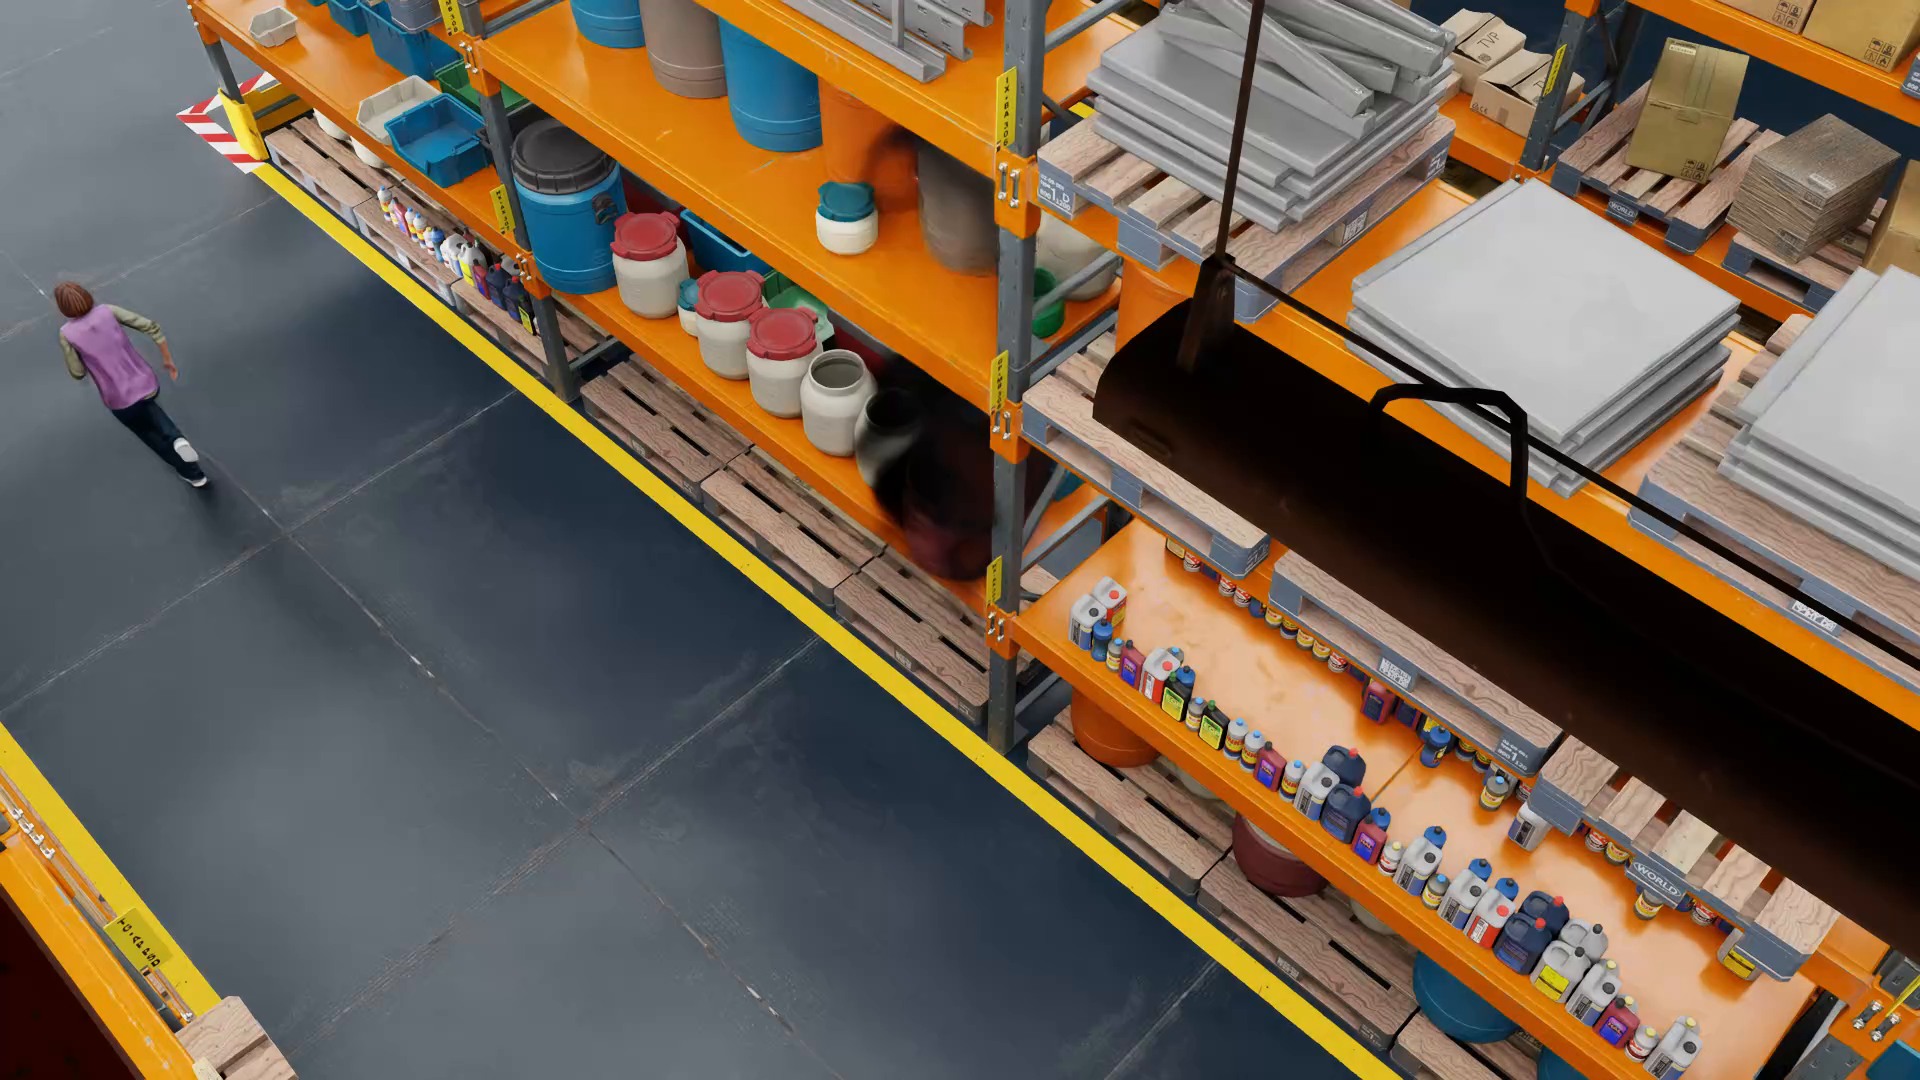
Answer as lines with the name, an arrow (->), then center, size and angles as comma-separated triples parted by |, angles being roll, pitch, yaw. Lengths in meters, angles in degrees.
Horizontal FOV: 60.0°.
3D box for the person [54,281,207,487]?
person -> -5.100, -0.955, 10.210 | 0.662, 1.527, 0.524 | 30, 56, 23
